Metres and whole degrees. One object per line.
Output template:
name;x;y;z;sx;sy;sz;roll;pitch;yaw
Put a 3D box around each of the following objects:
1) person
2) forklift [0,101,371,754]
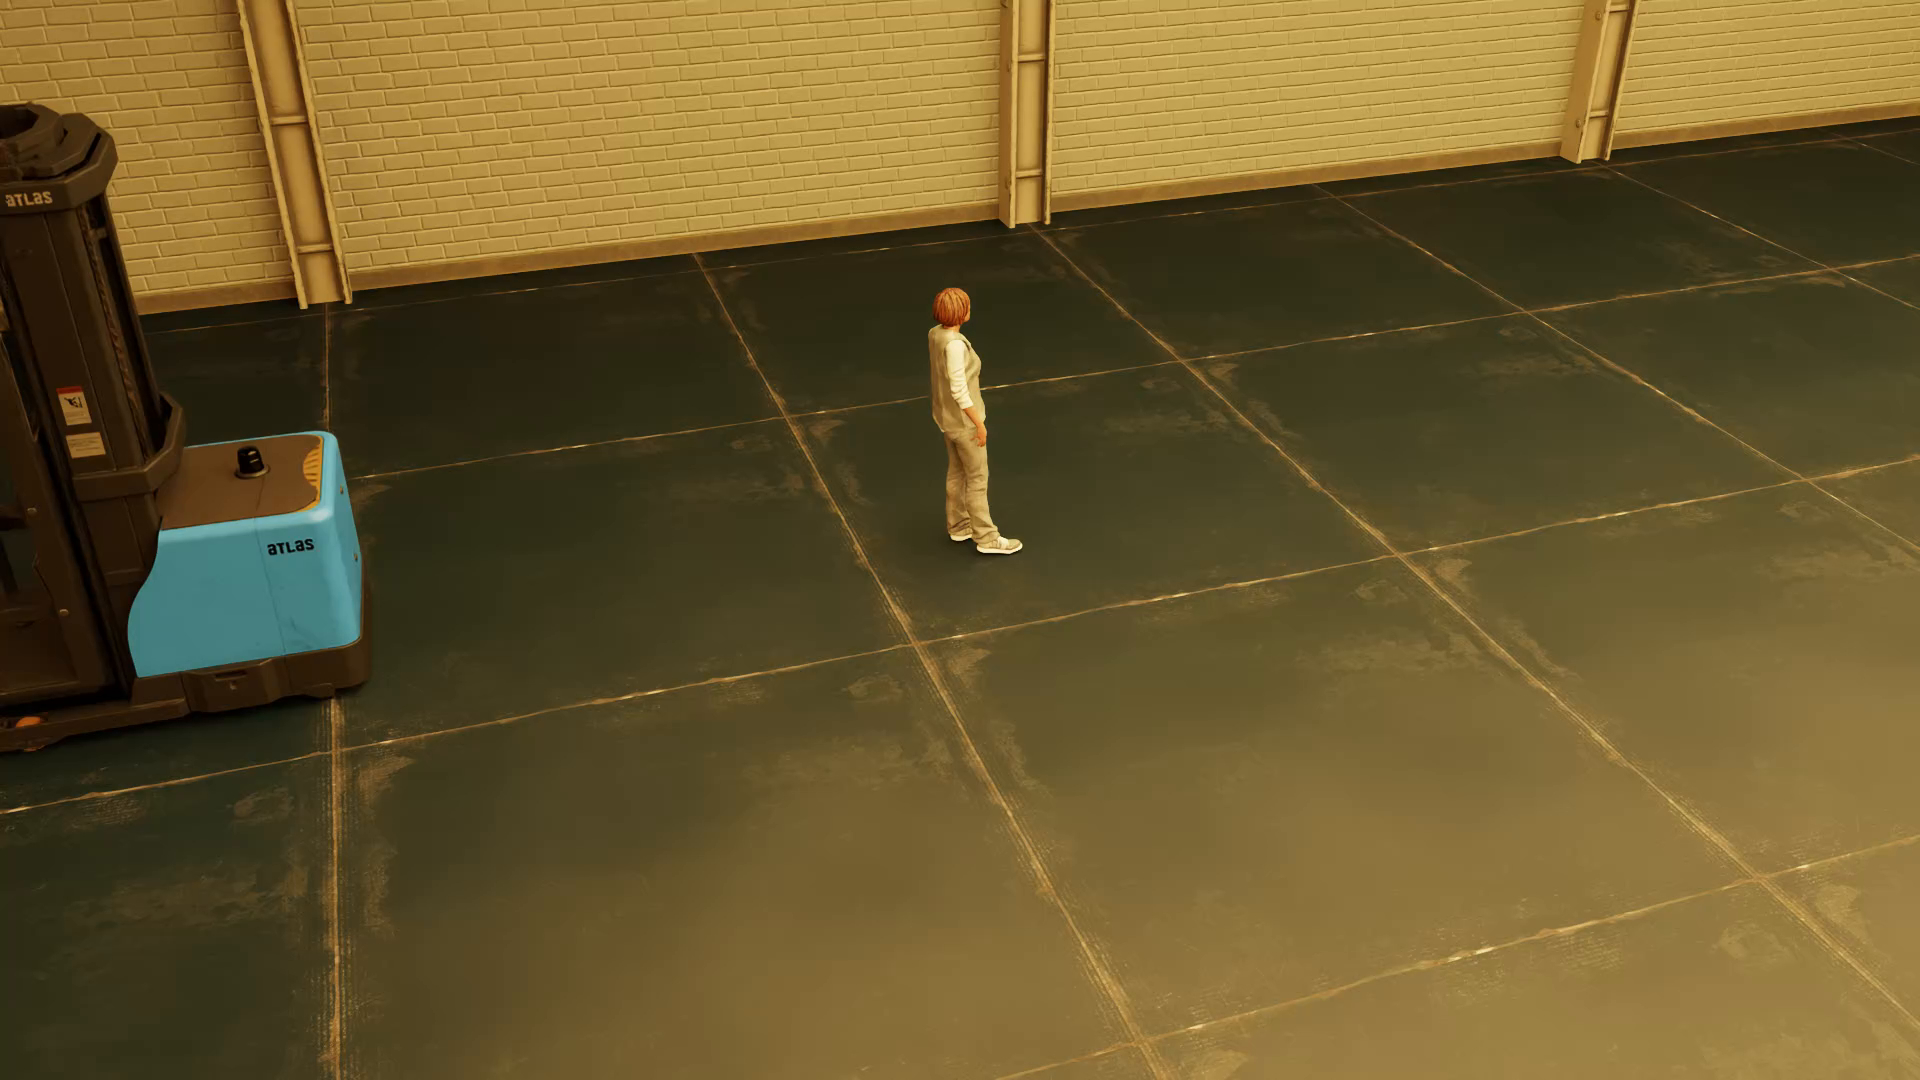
person;0.074;-0.704;9.633;0.475;1.597;0.520;-10;31;-16
forklift;-4.646;-0.495;7.948;3.031;2.935;1.130;-9;31;-15
